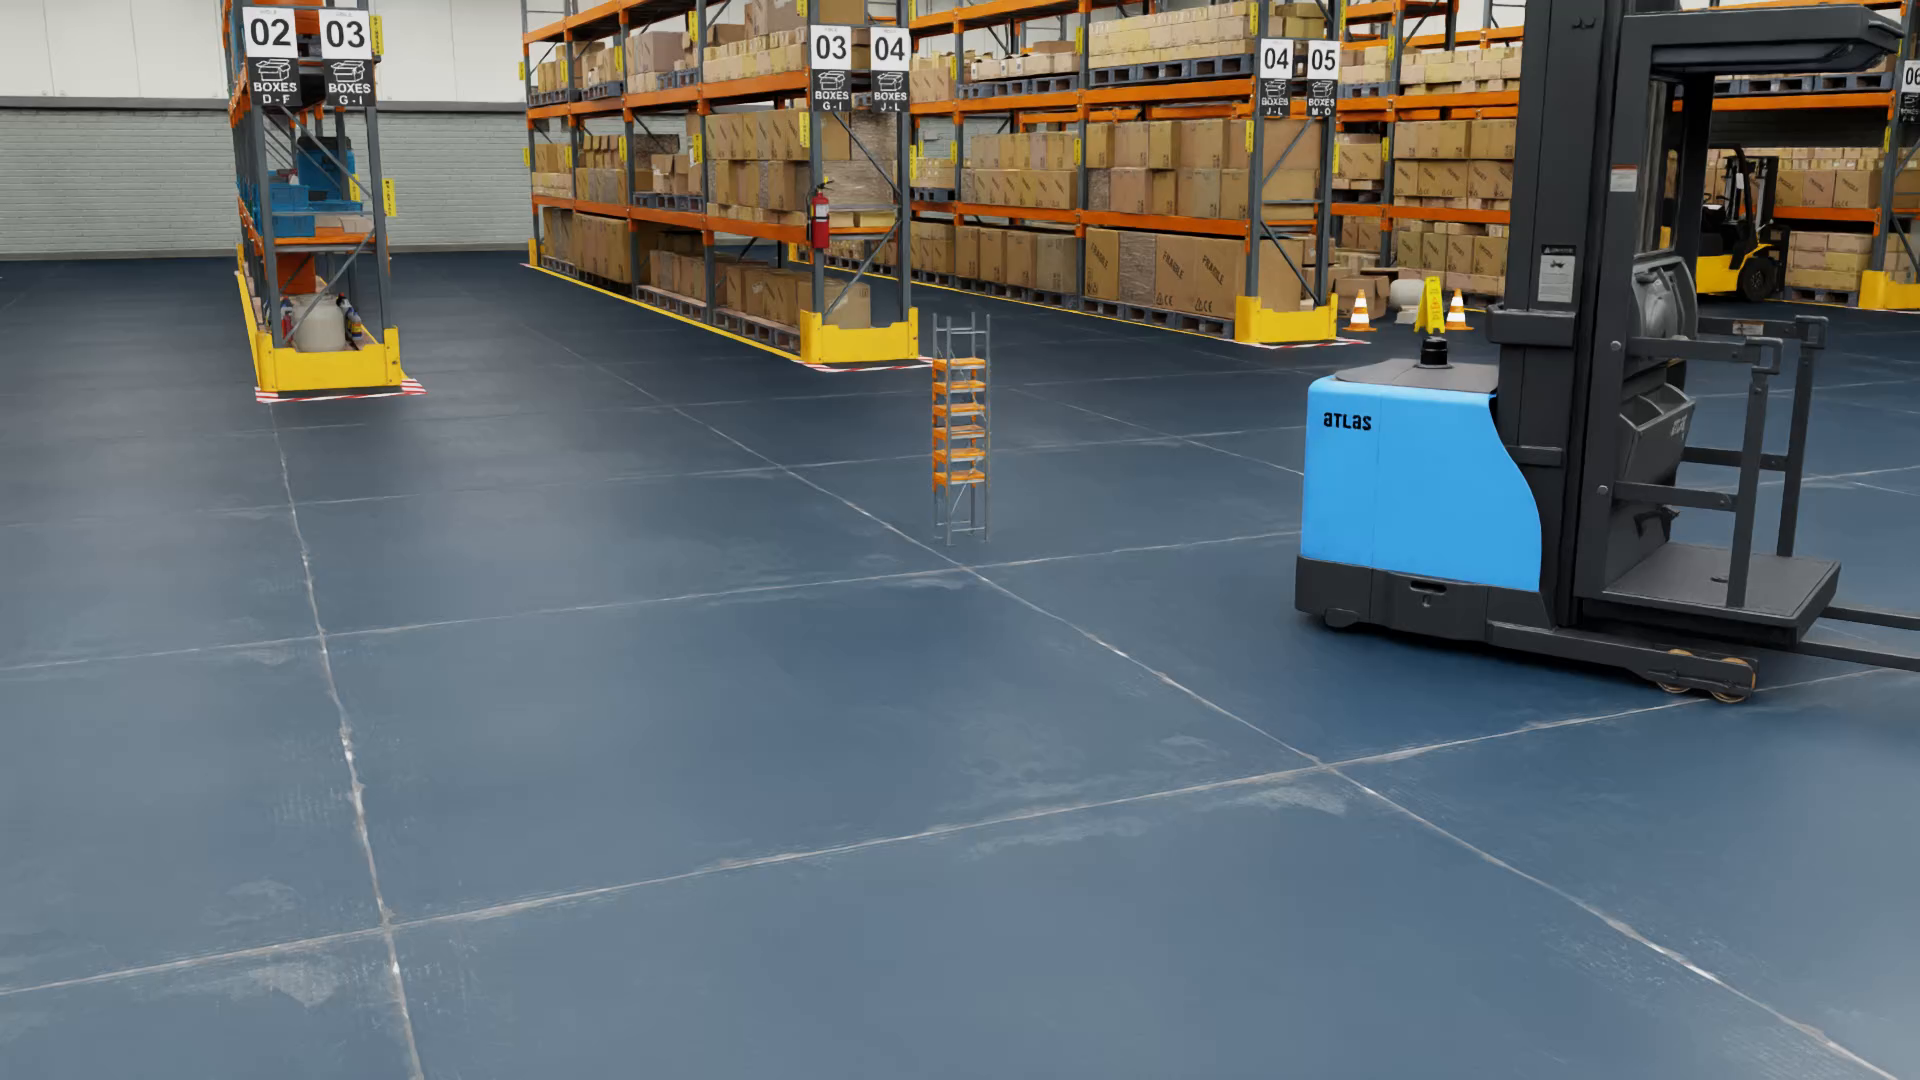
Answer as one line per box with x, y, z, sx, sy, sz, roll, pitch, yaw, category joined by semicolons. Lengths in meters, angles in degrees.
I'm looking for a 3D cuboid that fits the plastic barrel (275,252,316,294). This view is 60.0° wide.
-8.930;-3.719;22.169;0.600;0.830;0.708;-6;14;-23;plastic barrel

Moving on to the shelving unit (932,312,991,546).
0.006;-0.582;8.722;0.258;1.200;0.189;-6;14;-23;shelving unit

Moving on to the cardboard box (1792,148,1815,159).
11.820;-5.378;23.132;0.380;0.149;0.250;-5;14;-22;cardboard box

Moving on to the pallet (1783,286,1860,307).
12.307;-3.407;23.122;1.003;0.211;1.213;-6;14;-23;pallet

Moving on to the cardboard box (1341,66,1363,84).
5.938;-6.794;24.321;0.500;0.250;0.500;-5;14;-22;cardboard box

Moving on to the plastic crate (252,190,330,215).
-7.023;-3.496;17.461;0.767;0.338;0.504;-6;14;-23;plastic crate

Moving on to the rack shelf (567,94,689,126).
-4.981;-6.444;25.003;1.077;0.370;4.000;-6;14;-23;rack shelf

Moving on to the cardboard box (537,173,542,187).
-7.226;-6.414;29.604;0.500;0.250;0.500;-6;14;-24;cardboard box

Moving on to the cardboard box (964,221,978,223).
0.147;-4.968;26.633;0.500;0.250;0.500;-6;14;-24;cardboard box

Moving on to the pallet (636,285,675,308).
-3.868;-3.400;23.091;1.003;0.211;1.213;-6;14;-23;pallet

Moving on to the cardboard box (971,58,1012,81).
0.493;-6.849;24.201;0.500;0.311;0.500;-6;14;-23;cardboard box

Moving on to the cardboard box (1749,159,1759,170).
11.537;-5.392;23.852;0.380;0.149;0.250;-6;14;-24;cardboard box

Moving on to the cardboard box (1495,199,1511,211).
7.182;-4.356;21.594;0.380;0.149;0.250;-6;14;-24;cardboard box

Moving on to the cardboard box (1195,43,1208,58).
2.861;-5.482;18.655;0.380;0.149;0.250;-5;14;-22;cardboard box

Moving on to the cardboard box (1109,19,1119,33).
2.046;-6.291;20.380;0.380;0.149;0.250;-6;14;-23;cardboard box

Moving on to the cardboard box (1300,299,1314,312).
4.383;-3.000;21.242;0.396;0.266;0.258;-3;13;-13;cardboard box

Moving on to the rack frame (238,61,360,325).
-7.116;-3.646;17.971;1.000;3.000;0.127;-6;14;-23;rack frame

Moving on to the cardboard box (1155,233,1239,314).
2.923;-3.179;19.735;0.875;0.875;0.875;-6;14;-24;cardboard box

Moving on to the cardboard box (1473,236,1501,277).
7.137;-3.747;21.910;0.500;0.500;0.500;-6;14;-24;cardboard box

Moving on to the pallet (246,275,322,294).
-10.050;-3.777;24.722;1.003;0.211;1.213;-6;14;-23;pallet

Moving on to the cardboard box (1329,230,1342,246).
7.796;-6.143;33.791;0.500;0.311;0.500;-5;14;-21;cardboard box

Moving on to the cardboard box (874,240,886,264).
-1.144;-4.984;28.362;0.500;0.500;0.500;-5;14;-21;cardboard box

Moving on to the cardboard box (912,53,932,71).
-0.529;-7.554;26.284;0.396;0.266;0.258;-6;14;-23;cardboard box

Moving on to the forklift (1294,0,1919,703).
2.959;-0.954;6.490;3.031;2.935;1.130;9;16;34;forklift

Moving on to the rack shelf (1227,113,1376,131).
7.043;-8.615;34.382;1.077;0.370;4.000;-6;14;-23;rack shelf

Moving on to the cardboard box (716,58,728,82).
-2.416;-5.257;18.611;0.500;0.250;0.500;-6;14;-23;cardboard box

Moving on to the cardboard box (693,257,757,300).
-2.978;-3.319;21.126;0.700;0.500;0.500;-6;14;-23;cardboard box

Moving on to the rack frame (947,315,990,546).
0.042;-0.563;8.640;0.240;1.200;0.006;-6;14;-23;rack frame

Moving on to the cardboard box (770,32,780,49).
-1.702;-5.039;16.788;0.380;0.149;0.250;-6;14;-23;cardboard box

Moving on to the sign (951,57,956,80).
-0.093;-7.012;24.714;0.100;0.325;0.005;-6;14;-23;sign

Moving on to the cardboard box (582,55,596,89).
-5.541;-7.342;26.135;0.700;0.500;0.500;-5;14;-22;cardboard box

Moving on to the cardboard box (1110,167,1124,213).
2.407;-4.407;20.926;0.875;0.550;0.550;-6;14;-23;cardboard box

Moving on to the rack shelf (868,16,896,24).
-1.998;-9.157;30.081;1.077;0.370;4.000;-6;14;-23;rack shelf

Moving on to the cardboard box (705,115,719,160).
-2.630;-4.658;19.246;0.500;0.500;0.500;-6;14;-23;cardboard box

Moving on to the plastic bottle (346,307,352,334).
-6.213;-2.241;16.975;0.097;0.271;0.097;0;13;0;plastic bottle

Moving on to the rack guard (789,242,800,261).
-2.769;-5.766;32.676;1.175;0.500;0.348;-6;14;-23;rack guard

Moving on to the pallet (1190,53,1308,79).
3.303;-5.265;18.509;1.003;0.211;1.213;-6;14;-23;pallet

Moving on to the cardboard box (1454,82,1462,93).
6.817;-6.029;22.172;0.380;0.149;0.250;-6;14;-25;cardboard box

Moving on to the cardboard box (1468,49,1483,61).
6.901;-6.357;21.822;0.380;0.149;0.250;-6;14;-24;cardboard box

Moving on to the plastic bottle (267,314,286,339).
-6.727;-2.101;16.362;0.152;0.276;0.135;-6;14;-23;plastic bottle

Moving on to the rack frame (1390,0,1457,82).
6.502;-7.911;23.095;1.000;3.000;0.127;-6;14;-23;rack frame

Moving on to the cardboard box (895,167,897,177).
-0.833;-5.955;26.912;0.380;0.149;0.250;-6;14;-24;cardboard box

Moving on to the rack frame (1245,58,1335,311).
3.610;-3.694;18.179;1.000;3.000;0.127;-6;14;-23;rack frame

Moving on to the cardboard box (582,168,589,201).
-5.625;-5.574;26.078;0.500;0.500;0.500;-6;14;-23;cardboard box

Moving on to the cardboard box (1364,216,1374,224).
8.039;-6.193;32.149;0.380;0.149;0.250;-6;15;-26;cardboard box

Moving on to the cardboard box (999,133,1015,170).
0.987;-5.579;23.884;0.700;0.500;0.500;-6;14;-24;cardboard box

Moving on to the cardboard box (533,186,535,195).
-7.545;-6.347;30.199;0.380;0.149;0.250;-5;14;-22;cardboard box

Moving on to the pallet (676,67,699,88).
-2.728;-5.600;20.180;1.213;0.211;1.003;-6;14;-23;pallet

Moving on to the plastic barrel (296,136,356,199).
-6.993;-3.997;18.378;0.600;0.901;0.708;-6;14;-23;plastic barrel

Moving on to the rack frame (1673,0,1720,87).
11.049;-8.360;25.036;1.000;3.000;0.127;-6;14;-23;rack frame

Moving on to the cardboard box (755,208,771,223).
-1.976;-3.485;17.834;0.380;0.149;0.250;-6;14;-23;cardboard box
